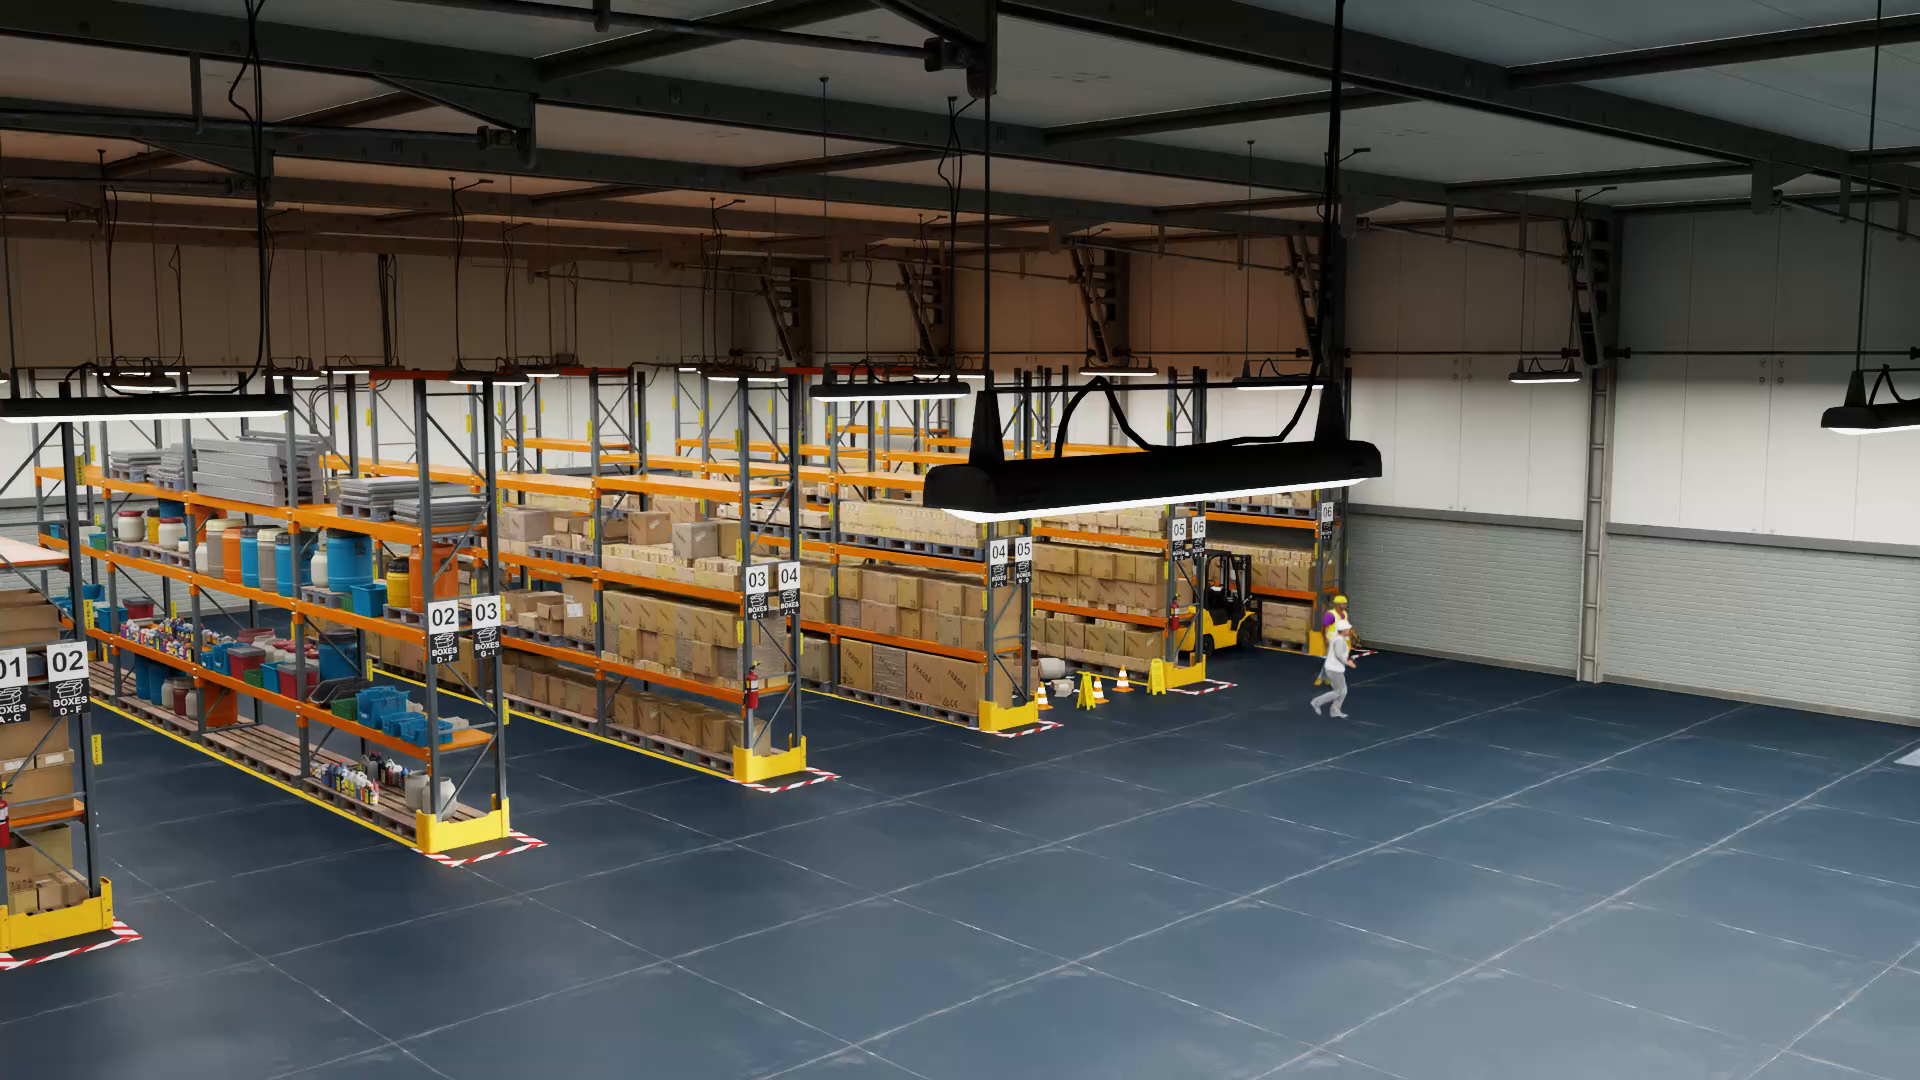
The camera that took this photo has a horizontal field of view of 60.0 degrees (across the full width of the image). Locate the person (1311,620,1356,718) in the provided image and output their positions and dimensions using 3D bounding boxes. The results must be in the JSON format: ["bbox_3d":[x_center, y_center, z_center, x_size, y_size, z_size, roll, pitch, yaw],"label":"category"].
[{"bbox_3d":[6.462,2.238,28.822,0.753,1.725,0.659,1,6,6],"label":"person"}]

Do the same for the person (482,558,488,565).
[{"bbox_3d":[-11.009,1.187,37.896,0.848,1.736,0.672,4,7,29],"label":"person"}]

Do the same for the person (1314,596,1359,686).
[{"bbox_3d":[7.118,1.920,31.471,0.795,1.735,0.567,-5,8,-39],"label":"person"}]
